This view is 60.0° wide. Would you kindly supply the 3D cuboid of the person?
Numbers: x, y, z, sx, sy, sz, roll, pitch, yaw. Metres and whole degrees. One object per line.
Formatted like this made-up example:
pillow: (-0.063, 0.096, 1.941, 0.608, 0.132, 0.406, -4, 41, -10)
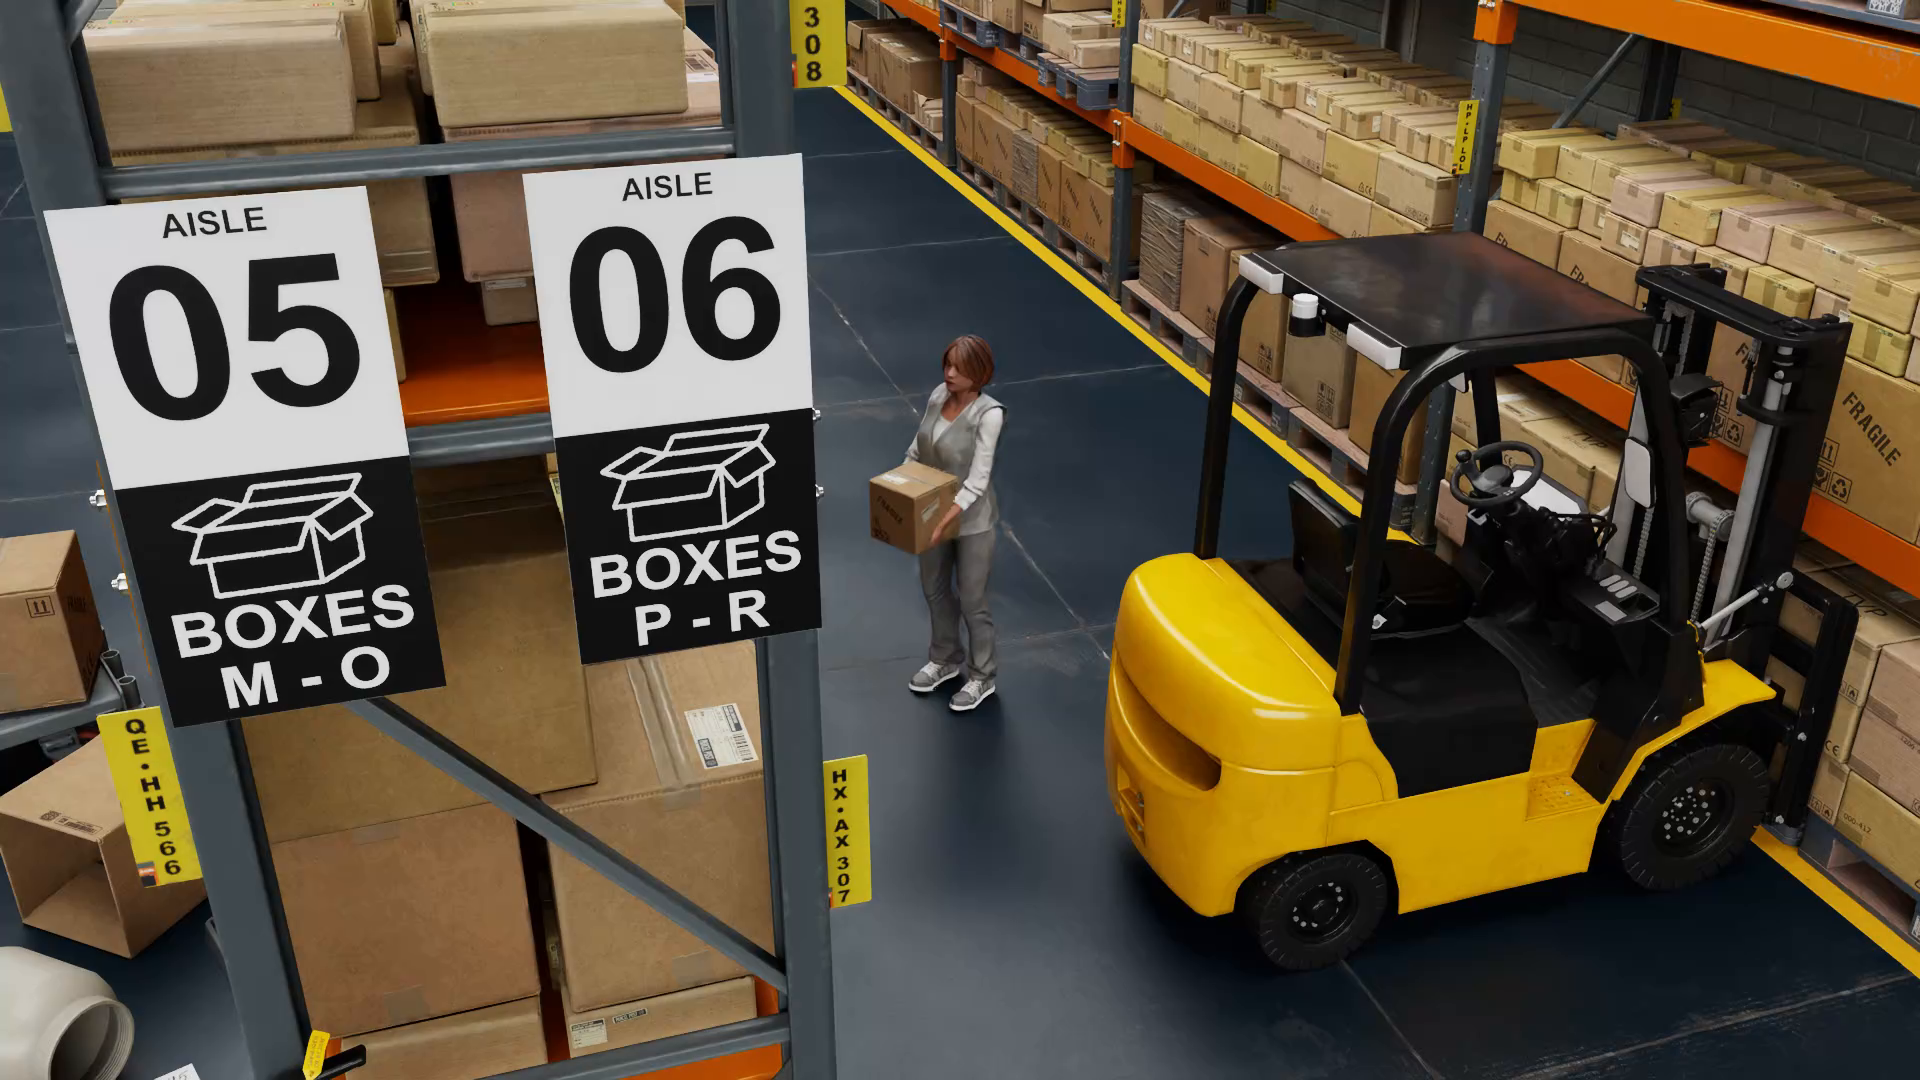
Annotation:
person: (-0.069, -0.041, 6.707, 0.412, 1.595, 0.486, 24, 35, 39)
